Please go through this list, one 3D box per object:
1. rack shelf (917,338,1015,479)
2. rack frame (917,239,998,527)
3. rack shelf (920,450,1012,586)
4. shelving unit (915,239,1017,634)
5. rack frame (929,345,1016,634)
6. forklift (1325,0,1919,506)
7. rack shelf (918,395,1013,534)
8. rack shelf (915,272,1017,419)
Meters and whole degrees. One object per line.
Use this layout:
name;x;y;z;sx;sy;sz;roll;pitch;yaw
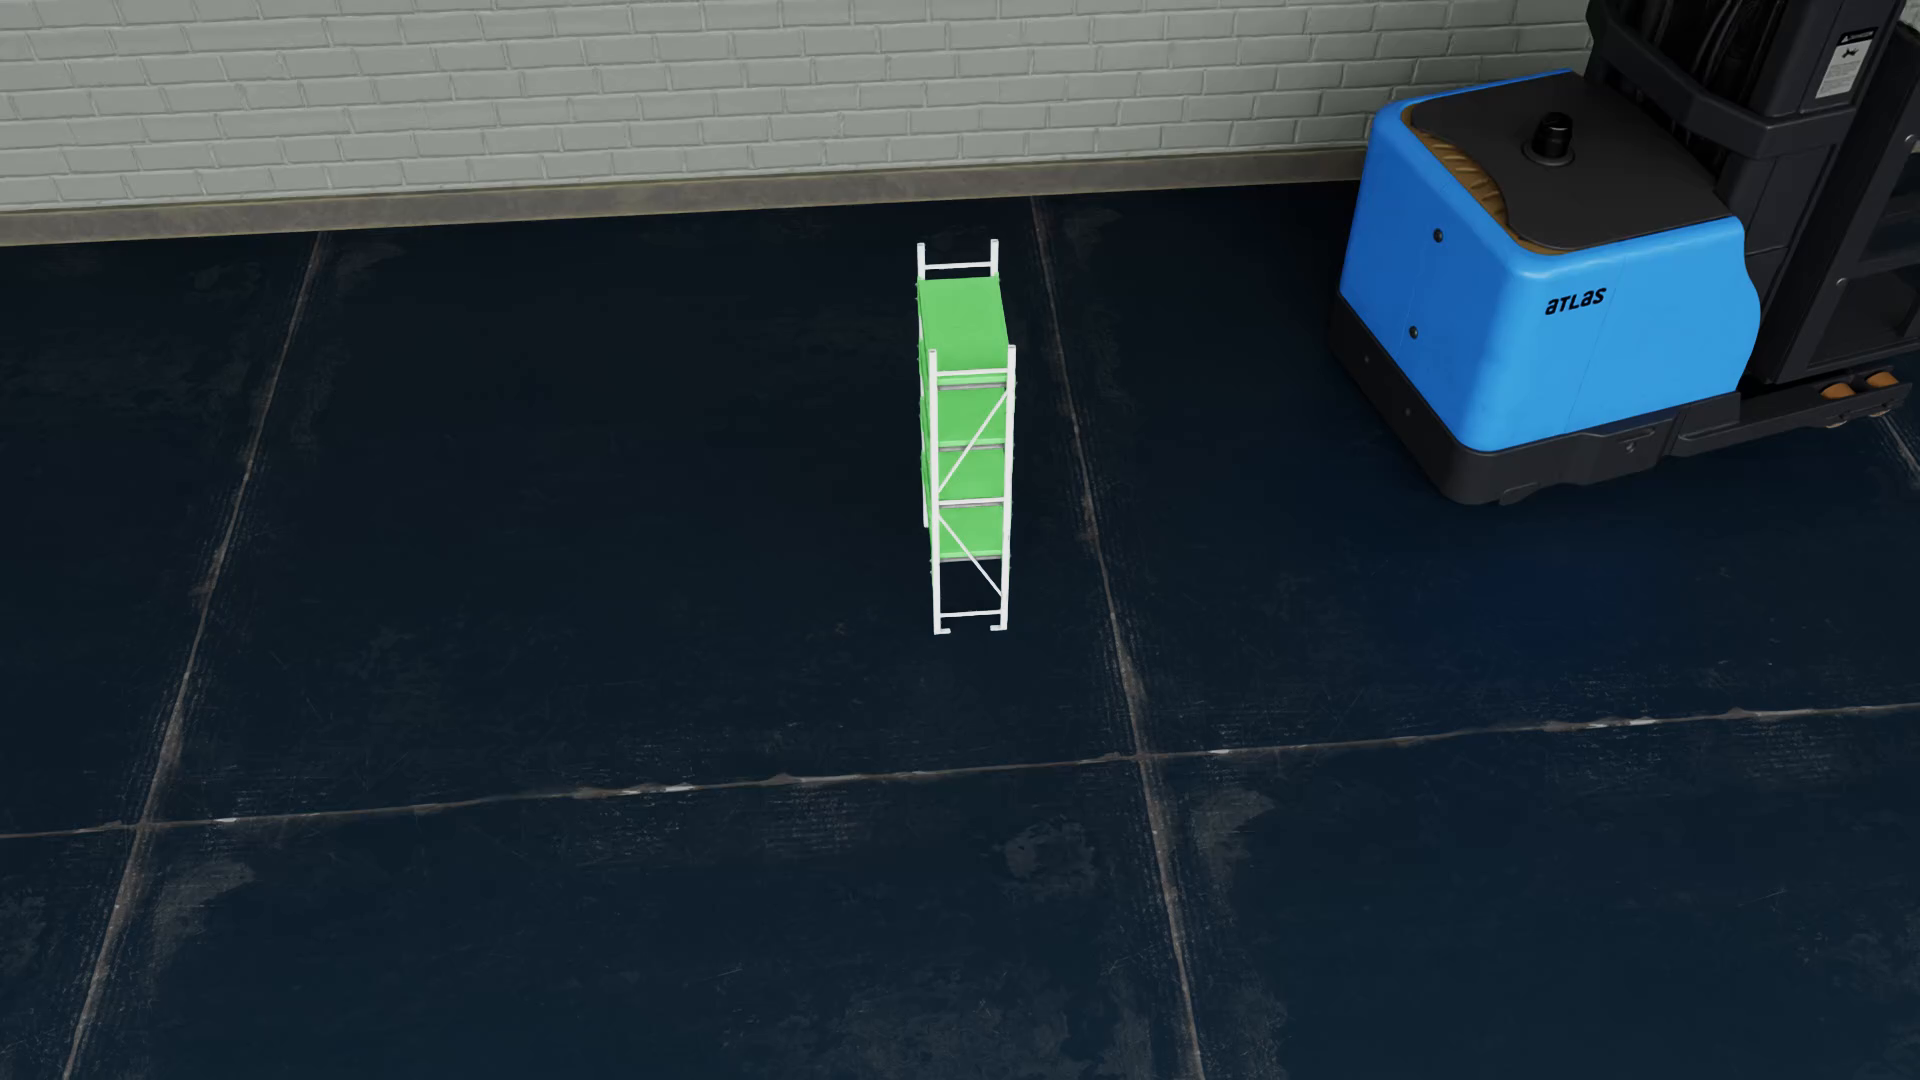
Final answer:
rack shelf;0.014;-0.414;5.073;0.258;0.148;0.480;-3;47;-3
rack frame;-0.007;-0.469;5.368;0.240;1.200;0.015;-3;47;-3
rack shelf;0.014;-0.084;5.422;0.258;0.148;0.480;-3;47;-3
shelving unit;0.014;-0.293;5.201;0.258;1.200;0.503;-3;47;-3
rack frame;0.034;-0.116;5.034;0.240;1.200;0.015;-3;47;-3
forklift;2.975;-1.772;5.410;3.031;2.935;1.130;-14;48;-13
rack shelf;0.014;-0.249;5.247;0.258;0.148;0.480;-3;47;-3
rack shelf;0.014;-0.579;4.899;0.258;0.148;0.480;-3;47;-3
